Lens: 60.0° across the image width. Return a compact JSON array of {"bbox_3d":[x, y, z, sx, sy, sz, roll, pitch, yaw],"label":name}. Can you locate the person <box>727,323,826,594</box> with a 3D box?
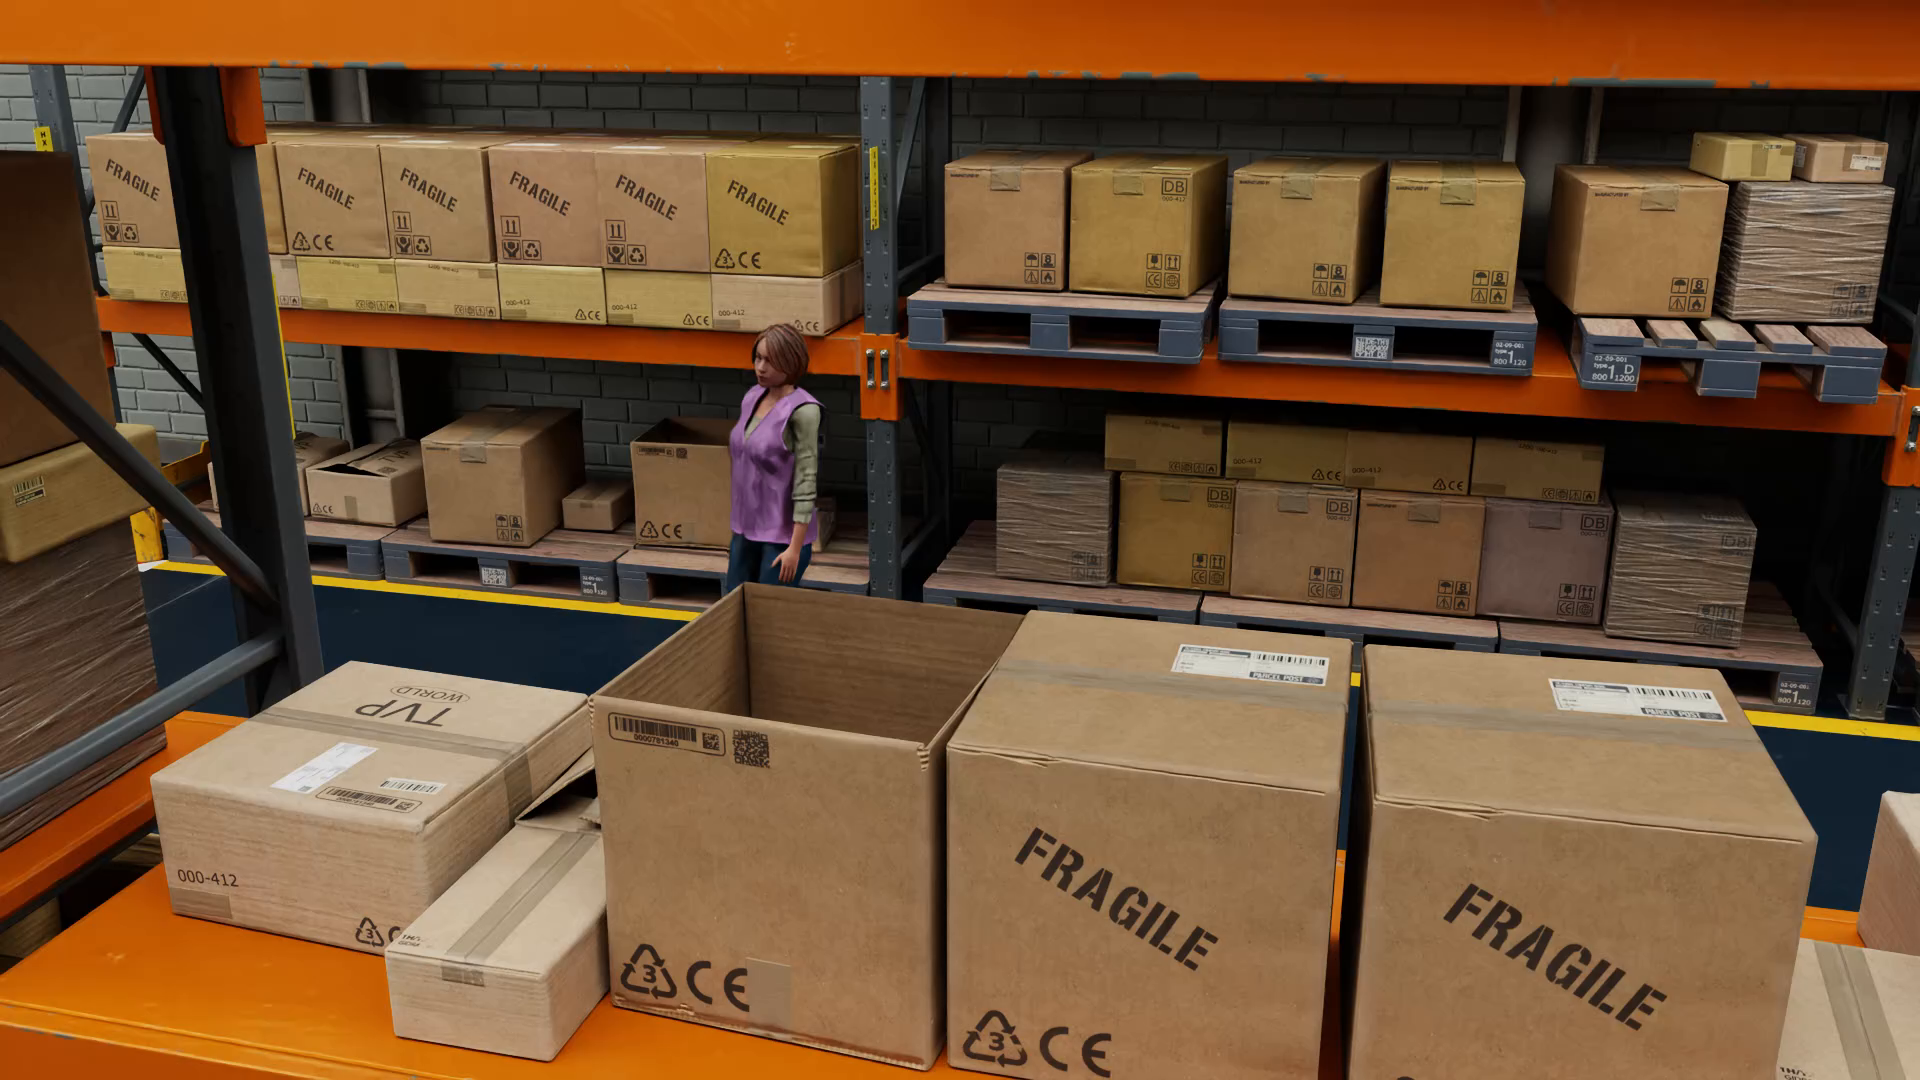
[{"bbox_3d":[-0.707,-0.005,6.099,0.491,1.588,0.443,-14,23,-37],"label":"person"}]
